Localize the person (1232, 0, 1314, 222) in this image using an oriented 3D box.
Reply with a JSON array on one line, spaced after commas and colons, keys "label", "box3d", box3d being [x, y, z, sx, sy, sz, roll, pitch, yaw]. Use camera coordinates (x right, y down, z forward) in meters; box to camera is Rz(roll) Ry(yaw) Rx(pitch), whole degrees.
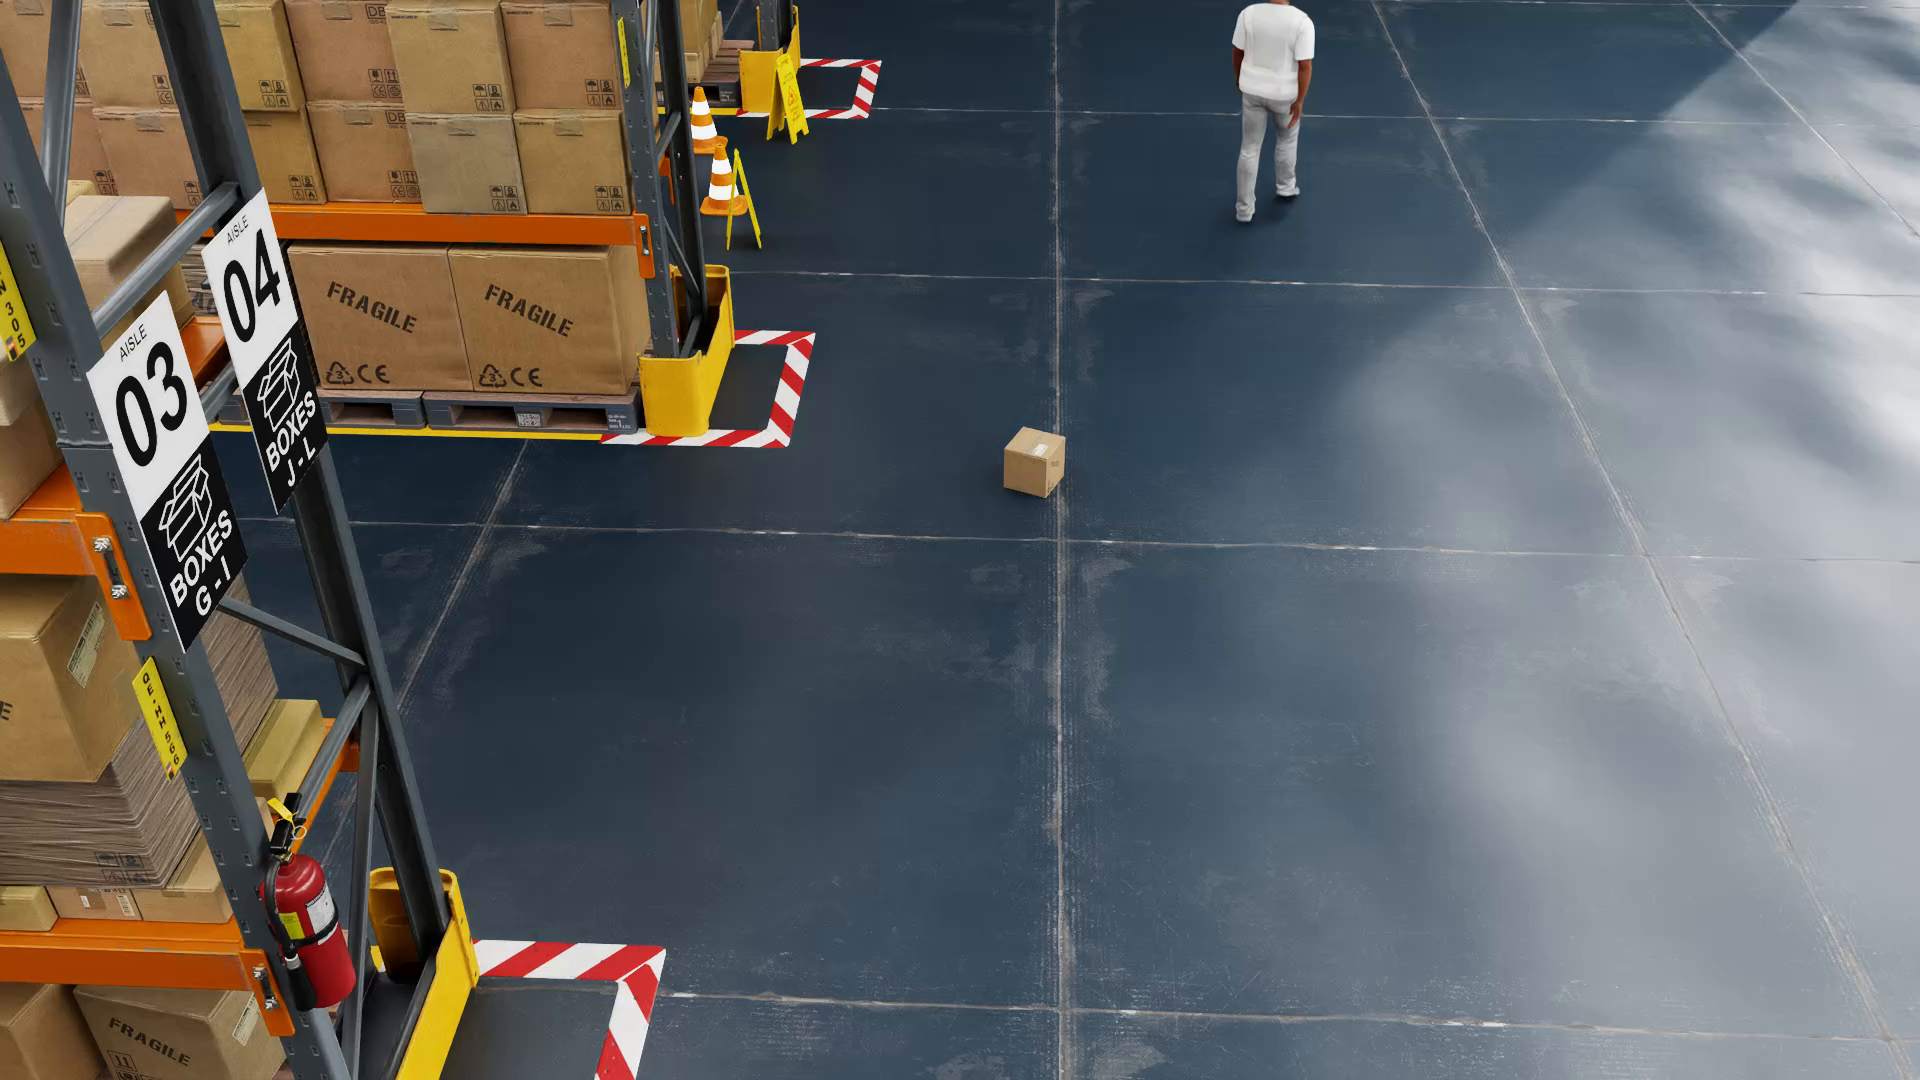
[{"label": "person", "box3d": [2.155, -3.121, 11.467, 0.590, 1.772, 0.844, 14, 38, 19]}]
